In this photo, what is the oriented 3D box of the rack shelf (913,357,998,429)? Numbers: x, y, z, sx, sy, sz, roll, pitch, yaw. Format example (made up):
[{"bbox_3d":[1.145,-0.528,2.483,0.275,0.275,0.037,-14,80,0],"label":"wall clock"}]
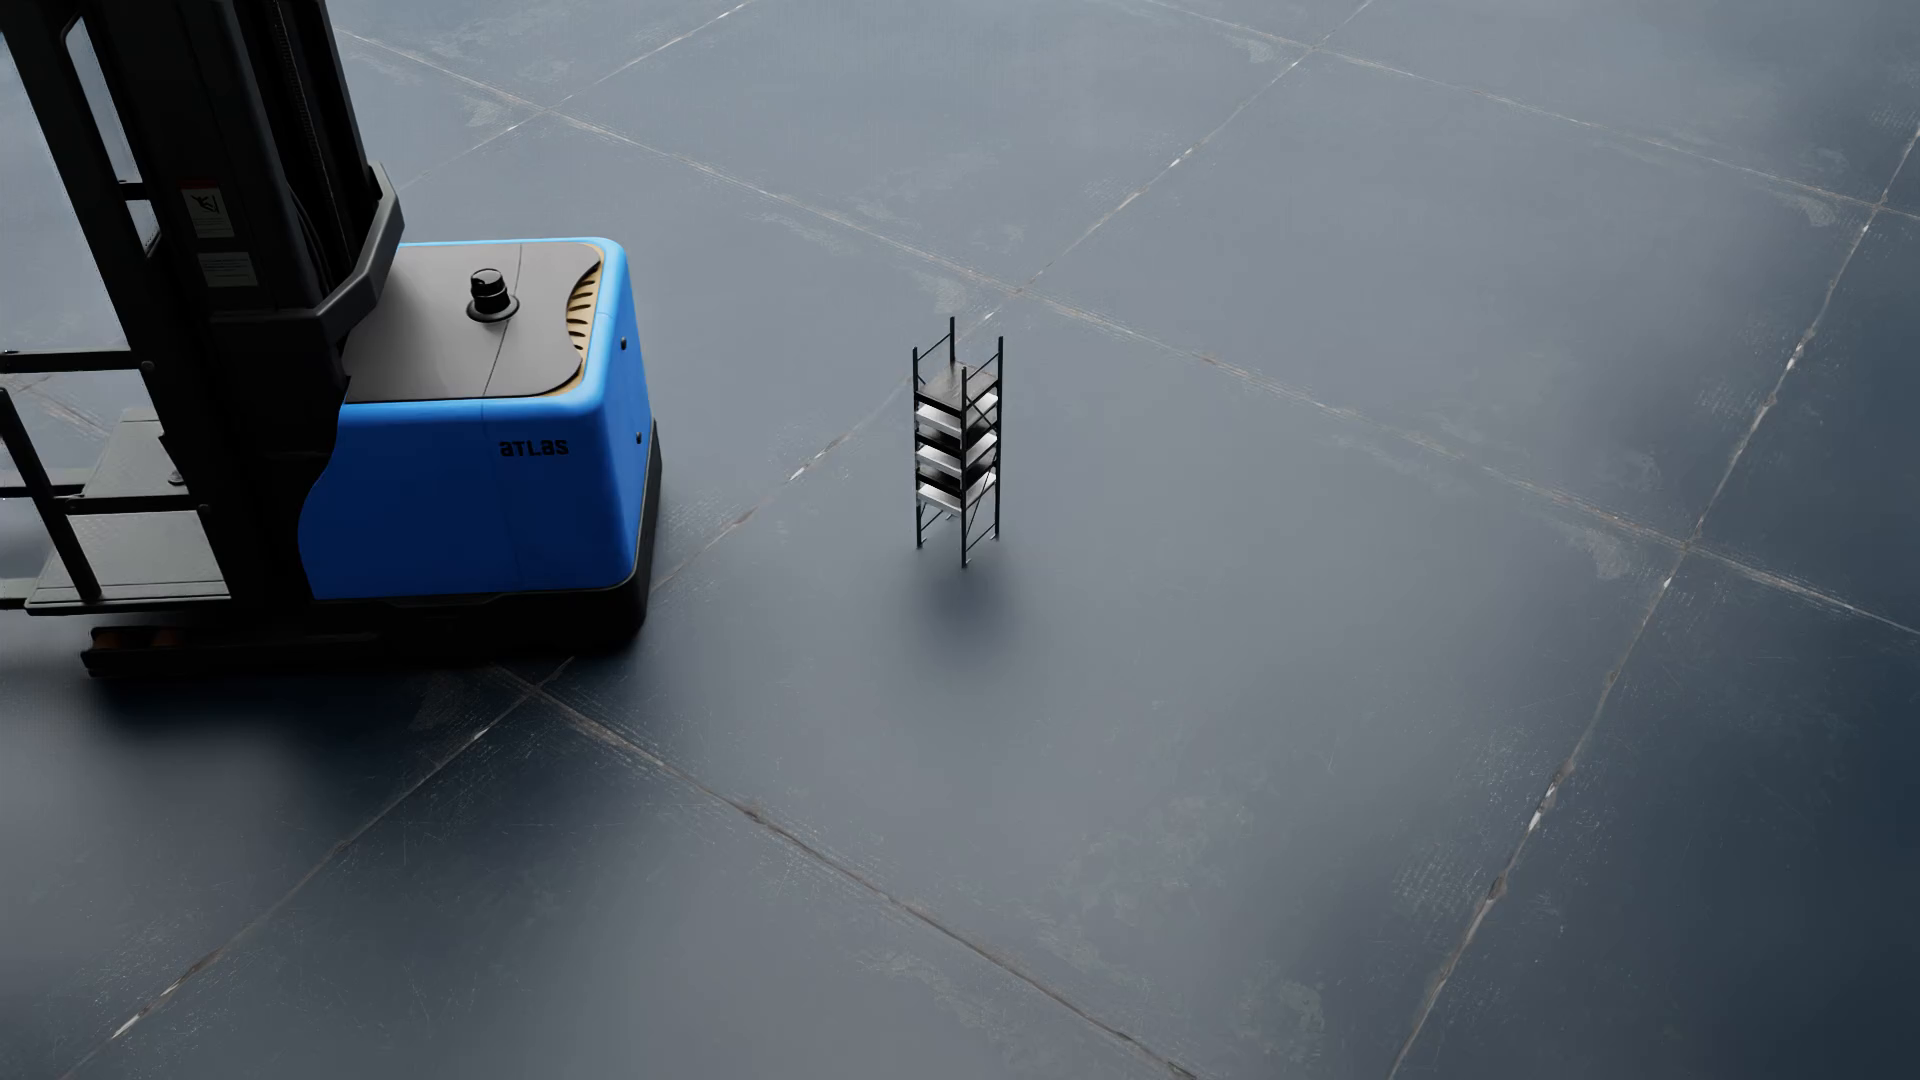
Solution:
[{"bbox_3d":[-0.007,-0.515,5.796,0.200,0.077,0.258,25,48,25],"label":"rack shelf"}]

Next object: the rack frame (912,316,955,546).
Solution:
[{"bbox_3d":[-0.090,-0.377,5.997,0.006,0.900,0.240,25,48,25],"label":"rack frame"}]

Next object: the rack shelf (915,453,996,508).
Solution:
[{"bbox_3d":[-0.007,-0.247,6.036,0.200,0.077,0.258,25,48,25],"label":"rack shelf"}]

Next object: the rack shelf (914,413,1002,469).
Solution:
[{"bbox_3d":[-0.007,-0.381,5.916,0.200,0.077,0.258,25,48,25],"label":"rack shelf"}]

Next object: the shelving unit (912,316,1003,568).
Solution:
[{"bbox_3d":[-0.007,-0.338,5.953,0.210,0.900,0.258,25,48,25],"label":"shelving unit"}]

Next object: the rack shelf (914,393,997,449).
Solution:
[{"bbox_3d":[-0.007,-0.448,5.856,0.200,0.077,0.258,25,48,25],"label":"rack shelf"}]

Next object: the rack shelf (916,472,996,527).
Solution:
[{"bbox_3d":[-0.007,-0.179,6.096,0.200,0.077,0.258,25,48,25],"label":"rack shelf"}]

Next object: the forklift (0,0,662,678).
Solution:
[{"bbox_3d":[-2.642,-0.982,5.149,3.031,2.935,1.130,-2,42,-3],"label":"forklift"}]

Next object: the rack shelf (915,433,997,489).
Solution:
[{"bbox_3d":[-0.007,-0.314,5.976,0.200,0.077,0.258,25,48,25],"label":"rack shelf"}]

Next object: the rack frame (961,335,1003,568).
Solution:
[{"bbox_3d":[0.077,-0.300,5.910,0.006,0.900,0.240,25,48,25],"label":"rack frame"}]
